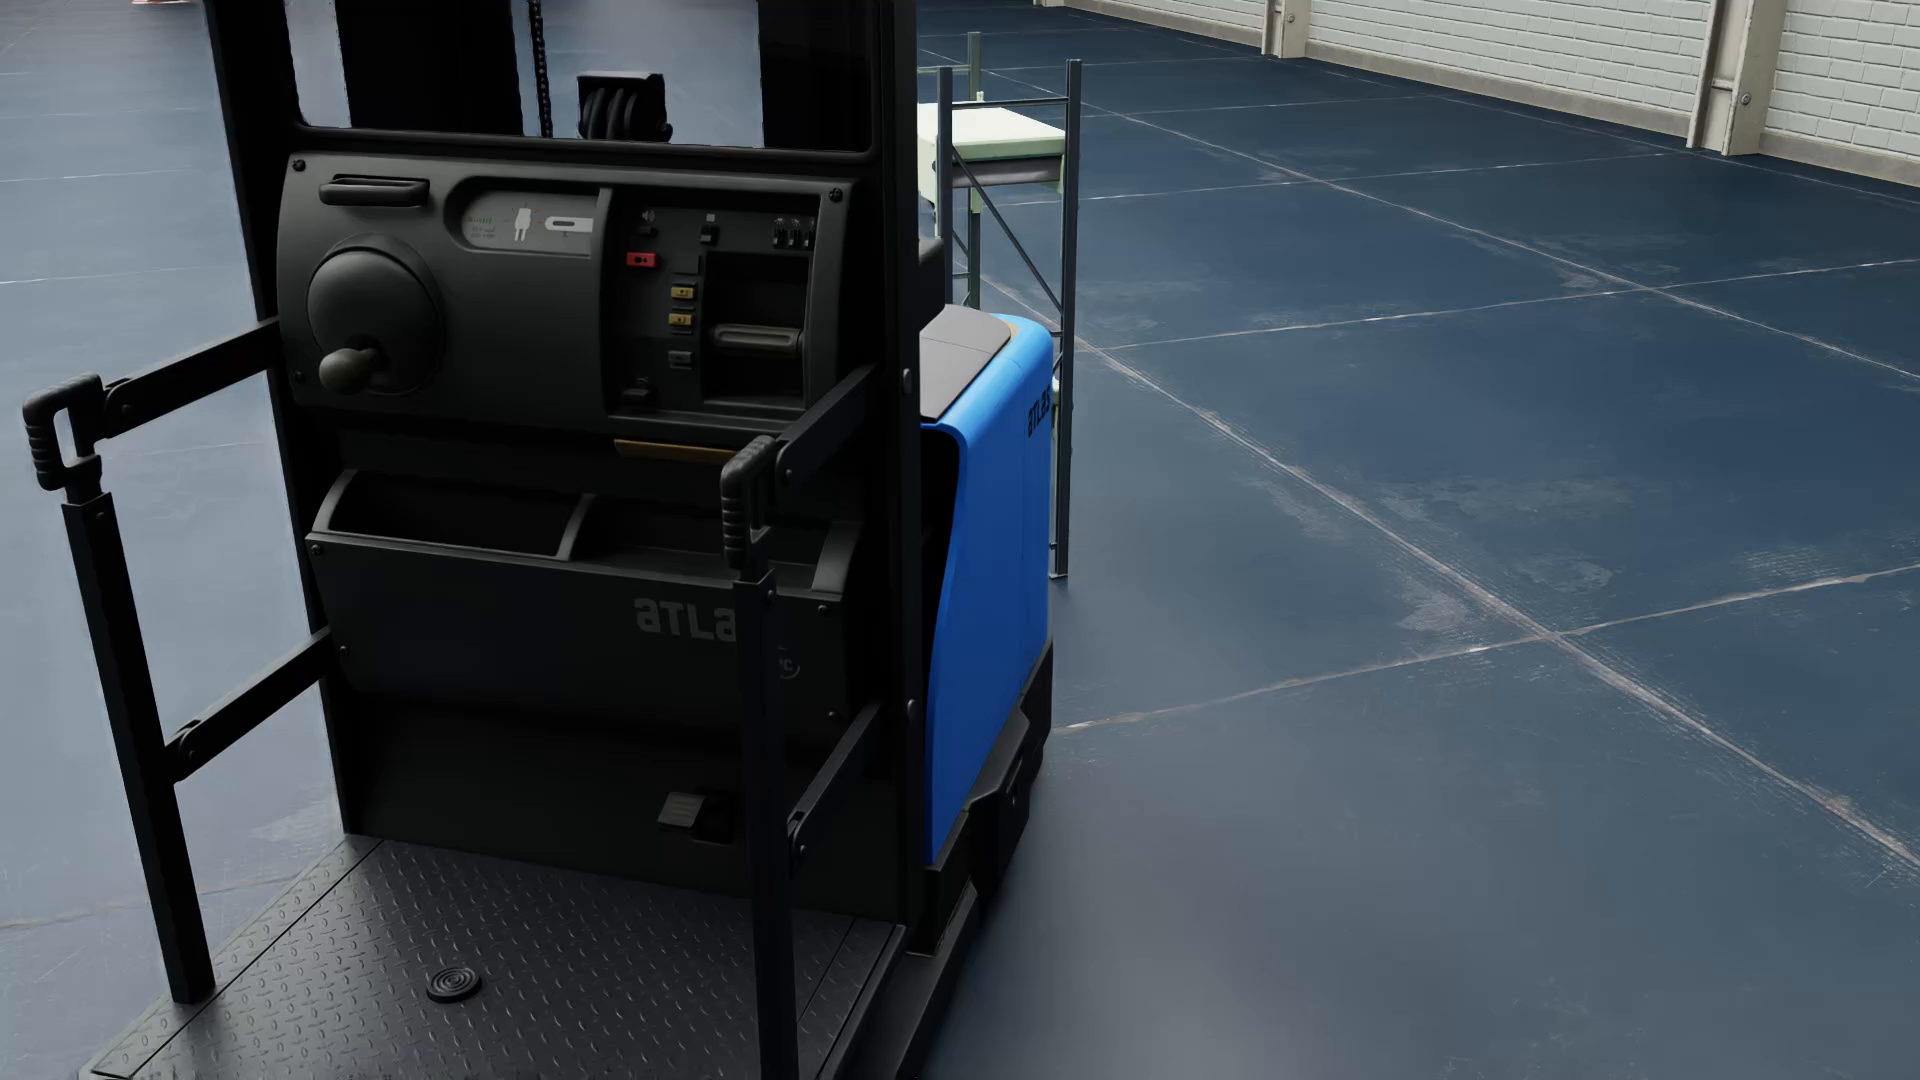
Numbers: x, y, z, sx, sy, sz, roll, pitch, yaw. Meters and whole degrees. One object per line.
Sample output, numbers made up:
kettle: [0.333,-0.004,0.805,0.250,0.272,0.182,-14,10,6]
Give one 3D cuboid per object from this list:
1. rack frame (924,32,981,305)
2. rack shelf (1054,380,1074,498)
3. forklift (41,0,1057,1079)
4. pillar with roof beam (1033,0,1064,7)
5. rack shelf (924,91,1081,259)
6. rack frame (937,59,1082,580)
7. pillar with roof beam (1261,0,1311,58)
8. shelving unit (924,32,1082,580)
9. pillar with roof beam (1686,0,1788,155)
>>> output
rack frame: [-0.127,-0.822,5.268,0.400,1.500,0.023,-8,24,-19]
rack shelf: [0.002,-0.388,5.080,0.431,0.370,0.720,-8,24,-19]
forklift: [-0.654,-0.364,2.341,1.130,2.935,3.031,6,24,14]
pillar with roof beam: [-2.830,-10.699,19.048,9.100,9.000,0.400,-8,24,-19]
rack shelf: [0.002,-1.048,4.801,0.431,0.370,0.720,-8,24,-19]
rack frame: [0.132,-0.556,4.637,0.400,1.500,0.023,-8,24,-19]
pillar with roof beam: [-0.710,-8.519,13.875,9.100,9.000,0.400,-8,24,-19]
shelving unit: [0.002,-0.689,4.953,0.431,1.500,0.755,-8,24,-19]
pillar with roof beam: [1.410,-6.339,8.703,9.100,9.000,0.400,-8,24,-19]
